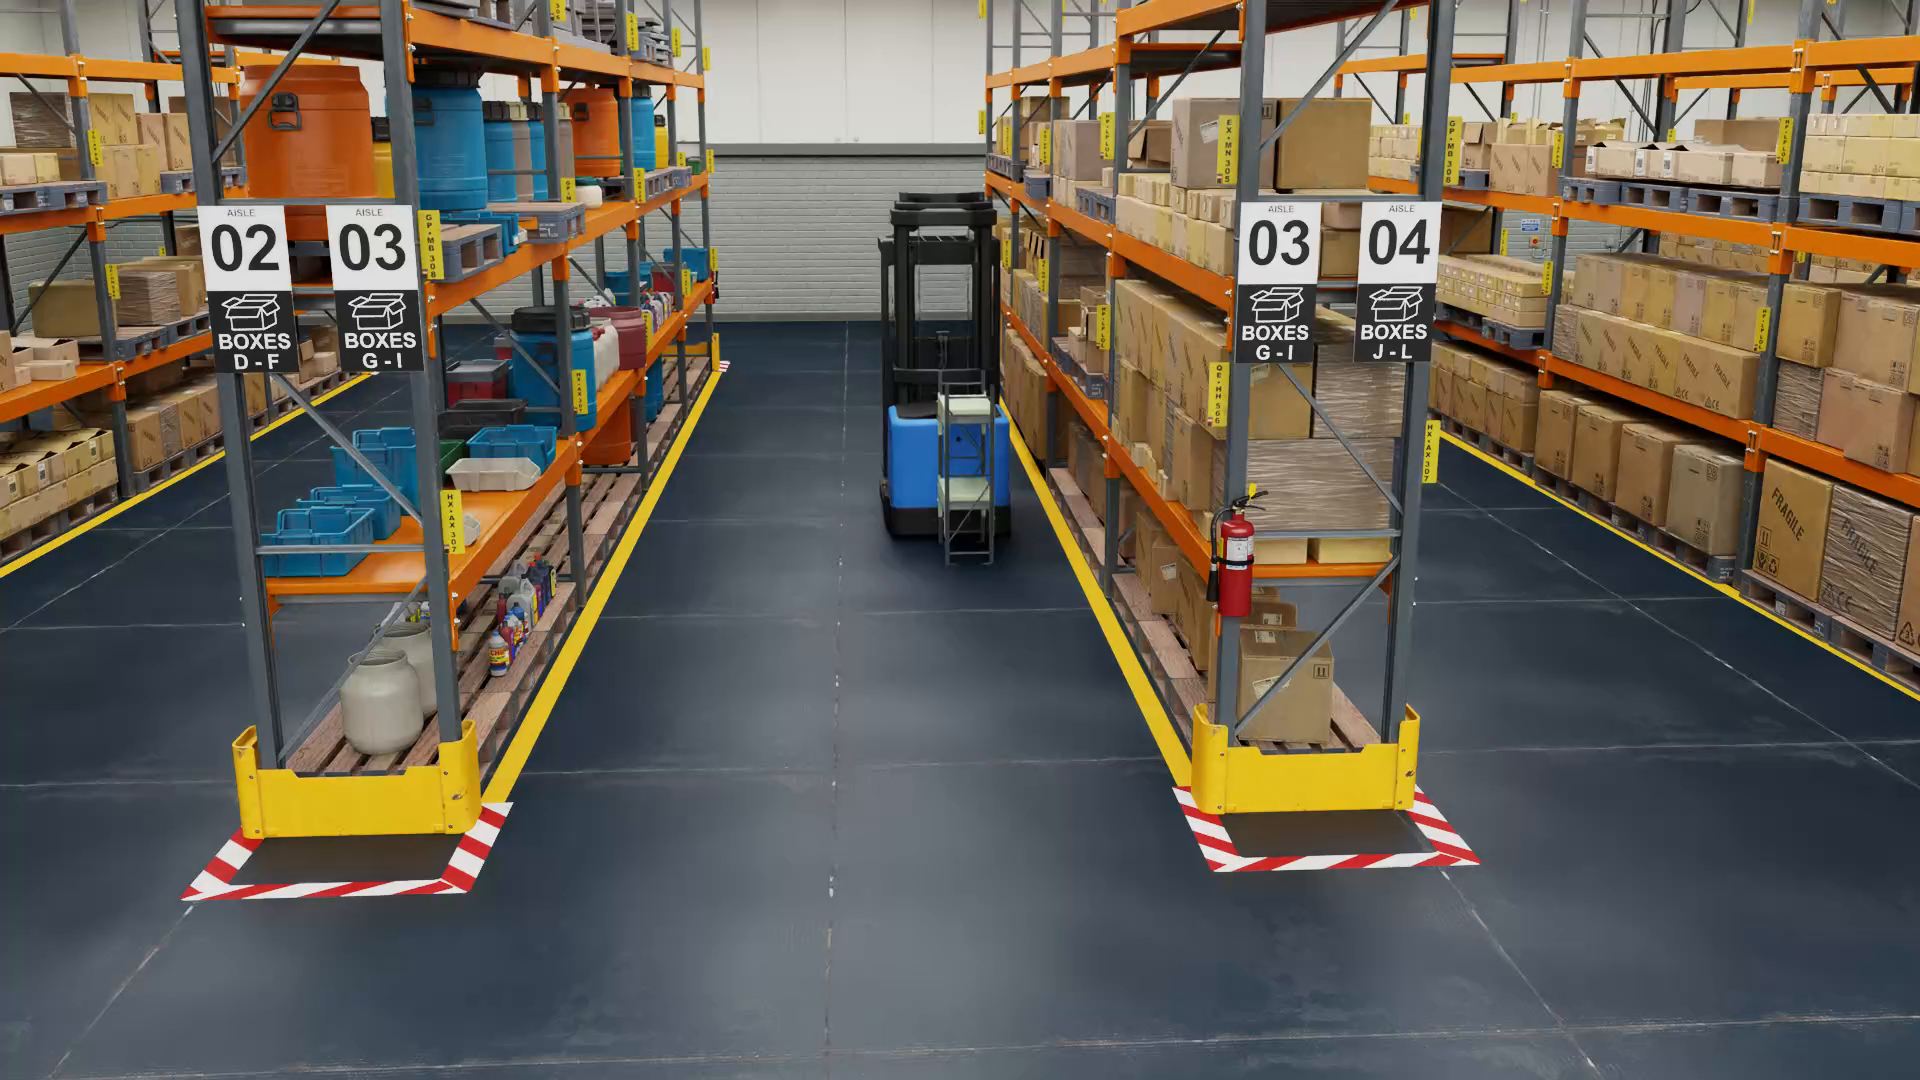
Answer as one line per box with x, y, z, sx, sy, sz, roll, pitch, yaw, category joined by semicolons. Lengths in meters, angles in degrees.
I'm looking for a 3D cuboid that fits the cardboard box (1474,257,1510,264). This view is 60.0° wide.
6.312;-3.267;19.671;0.380;0.149;0.250;-1;14;-5;cardboard box

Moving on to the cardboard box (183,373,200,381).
-8.939;-1.603;18.871;0.500;0.500;0.500;-1;14;-3;cardboard box

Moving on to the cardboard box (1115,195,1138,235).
1.386;-2.284;11.664;0.500;0.250;0.500;-1;15;-6;cardboard box

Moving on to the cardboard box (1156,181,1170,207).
1.445;-2.183;10.473;0.380;0.149;0.250;-1;14;-5;cardboard box

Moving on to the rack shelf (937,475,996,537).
0.047;-0.294;13.969;0.431;0.370;0.720;-1;14;-5;rack shelf

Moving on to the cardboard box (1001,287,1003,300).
0.724;-3.150;21.254;0.380;0.149;0.250;-1;14;-2;cardboard box

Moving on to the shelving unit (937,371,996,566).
0.047;-0.610;13.888;0.431;1.500;0.755;-1;14;-5;shelving unit

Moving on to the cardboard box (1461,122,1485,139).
5.988;-4.669;19.590;0.700;0.500;0.500;-1;14;-3;cardboard box

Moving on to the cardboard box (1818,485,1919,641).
6.599;0.136;11.398;0.875;0.875;0.875;-1;14;-3;cardboard box

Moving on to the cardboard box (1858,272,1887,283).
10.820;-2.963;19.319;0.500;0.250;0.500;-1;14;-3;cardboard box

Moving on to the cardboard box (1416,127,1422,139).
5.782;-4.949;20.221;0.380;0.149;0.250;-2;15;-6;cardboard box

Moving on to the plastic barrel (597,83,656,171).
-3.567;-4.409;17.775;0.600;0.901;0.708;-1;14;-3;plastic barrel

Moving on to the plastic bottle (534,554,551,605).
-3.002;0.282;11.842;0.144;0.351;0.185;-1;14;-5;plastic bottle

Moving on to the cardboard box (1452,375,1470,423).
5.936;-1.604;18.914;0.500;0.500;0.500;-1;14;-2;cardboard box

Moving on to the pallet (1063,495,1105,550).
1.485;-0.167;14.751;1.003;0.211;1.213;-1;14;-3;pallet

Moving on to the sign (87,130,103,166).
-7.967;-3.610;15.322;0.100;0.325;0.005;-1;14;-3;sign

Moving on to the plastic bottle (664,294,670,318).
-3.418;-2.726;19.337;0.061;0.283;0.133;-1;14;-3;plastic bottle

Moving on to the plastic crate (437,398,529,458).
-3.424;-0.781;11.666;0.767;0.338;0.504;-1;14;-3;plastic crate

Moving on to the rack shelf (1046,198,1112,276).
1.490;-2.621;14.118;1.077;0.370;4.000;-1;14;-3;rack shelf

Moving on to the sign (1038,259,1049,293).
0.812;-2.566;16.155;0.100;0.325;0.005;-1;14;-3;sign

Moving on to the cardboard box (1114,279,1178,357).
1.388;-1.580;11.845;0.500;0.500;0.500;-1;14;-3;cardboard box

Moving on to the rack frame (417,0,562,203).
-3.330;-3.848;11.424;1.000;3.000;0.127;-1;14;-3;rack frame

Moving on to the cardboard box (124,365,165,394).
-8.889;-1.725;17.841;0.500;0.250;0.500;-1;14;-4;cardboard box

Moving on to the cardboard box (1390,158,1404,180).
5.756;-4.683;20.988;0.500;0.250;0.500;-1;14;-4;cardboard box

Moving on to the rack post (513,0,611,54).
-3.538;-4.434;13.298;1.013;1.000;3.121;-1;14;-3;rack post

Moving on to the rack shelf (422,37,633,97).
-3.454;-3.804;13.497;1.077;0.370;4.000;-1;14;-3;rack shelf

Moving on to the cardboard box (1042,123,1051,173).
1.115;-4.083;17.311;0.500;0.500;0.500;0;14;0;cardboard box

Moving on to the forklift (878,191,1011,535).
-0.196;-1.776;15.548;1.130;2.935;3.031;-1;14;-5;forklift

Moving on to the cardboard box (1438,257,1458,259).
5.664;-3.256;19.629;0.380;0.149;0.250;0;14;-2;cardboard box

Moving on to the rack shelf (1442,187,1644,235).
6.199;-3.667;18.184;1.077;0.370;4.000;-1;14;-3;rack shelf

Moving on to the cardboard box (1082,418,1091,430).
1.437;-1.214;15.853;0.500;0.250;0.500;0;14;-1;cardboard box

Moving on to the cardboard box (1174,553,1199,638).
1.758;0.383;11.191;0.500;0.500;0.500;-2;15;-8;cardboard box

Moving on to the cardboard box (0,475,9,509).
-8.110;-0.371;13.497;0.500;0.311;0.500;-1;14;-5;cardboard box

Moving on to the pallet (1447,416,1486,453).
6.203;-1.212;18.815;1.003;0.211;1.213;-1;14;-3;pallet

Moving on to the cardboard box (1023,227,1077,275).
1.166;-3.385;19.447;0.797;0.503;0.637;-1;14;-5;cardboard box

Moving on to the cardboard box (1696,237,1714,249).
10.585;-4.309;23.049;0.500;0.500;0.500;-1;14;-4;cardboard box

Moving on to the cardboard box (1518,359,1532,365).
6.472;-1.846;18.351;0.500;0.250;0.500;-1;14;-3;cardboard box

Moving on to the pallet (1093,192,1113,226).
1.682;-2.536;12.722;1.213;0.211;1.003;-1;14;-3;pallet

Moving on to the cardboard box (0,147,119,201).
-8.582;-3.471;15.778;0.910;0.500;0.500;-1;14;-3;cardboard box

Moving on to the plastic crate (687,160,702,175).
-3.727;-5.037;22.487;0.450;0.188;0.336;-1;14;-3;plastic crate

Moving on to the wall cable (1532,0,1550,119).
10.128;-8.473;29.397;0.463;3.000;0.029;-1;14;-3;wall cable

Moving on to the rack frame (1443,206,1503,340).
6.075;-3.061;20.402;1.000;3.000;0.127;-1;14;-3;rack frame

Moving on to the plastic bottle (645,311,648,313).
-3.308;-2.282;17.610;0.061;0.283;0.133;-1;14;-3;plastic bottle

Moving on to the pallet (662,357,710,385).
-4.061;-2.371;23.319;1.003;0.211;1.213;-1;14;-3;pallet

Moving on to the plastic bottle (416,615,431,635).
-3.527;0.592;10.937;0.097;0.201;0.097;0;14;0;plastic bottle

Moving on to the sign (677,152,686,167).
-3.276;-4.398;19.561;0.100;0.325;0.005;-1;14;-3;sign

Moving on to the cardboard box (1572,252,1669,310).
6.340;-2.487;15.964;0.700;0.500;0.500;-1;14;-4;cardboard box

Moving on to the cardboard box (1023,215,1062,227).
1.163;-4.321;23.501;0.500;0.500;0.500;-1;14;-3;cardboard box

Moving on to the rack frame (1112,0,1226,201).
1.614;-3.925;11.721;1.000;3.000;0.127;-1;14;-3;rack frame

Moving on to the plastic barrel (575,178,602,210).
-3.266;-3.011;14.466;0.301;0.262;0.301;0;14;0;plastic barrel

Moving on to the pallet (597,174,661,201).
-3.527;-3.491;16.433;1.003;0.211;1.213;-1;14;-3;pallet

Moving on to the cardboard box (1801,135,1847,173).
6.321;-2.721;11.723;0.500;0.250;0.500;-1;14;-3;cardboard box

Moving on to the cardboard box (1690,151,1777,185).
6.274;-3.006;13.429;0.500;0.250;0.500;-1;14;-4;cardboard box

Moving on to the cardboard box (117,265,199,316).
-8.598;-2.670;17.842;0.700;0.500;0.500;-5;15;-18;cardboard box

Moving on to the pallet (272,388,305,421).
-8.811;-1.677;20.622;1.003;0.211;1.213;-1;14;-3;pallet

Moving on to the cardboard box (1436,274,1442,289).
5.691;-2.988;19.184;0.380;0.149;0.250;-2;15;-6;cardboard box
